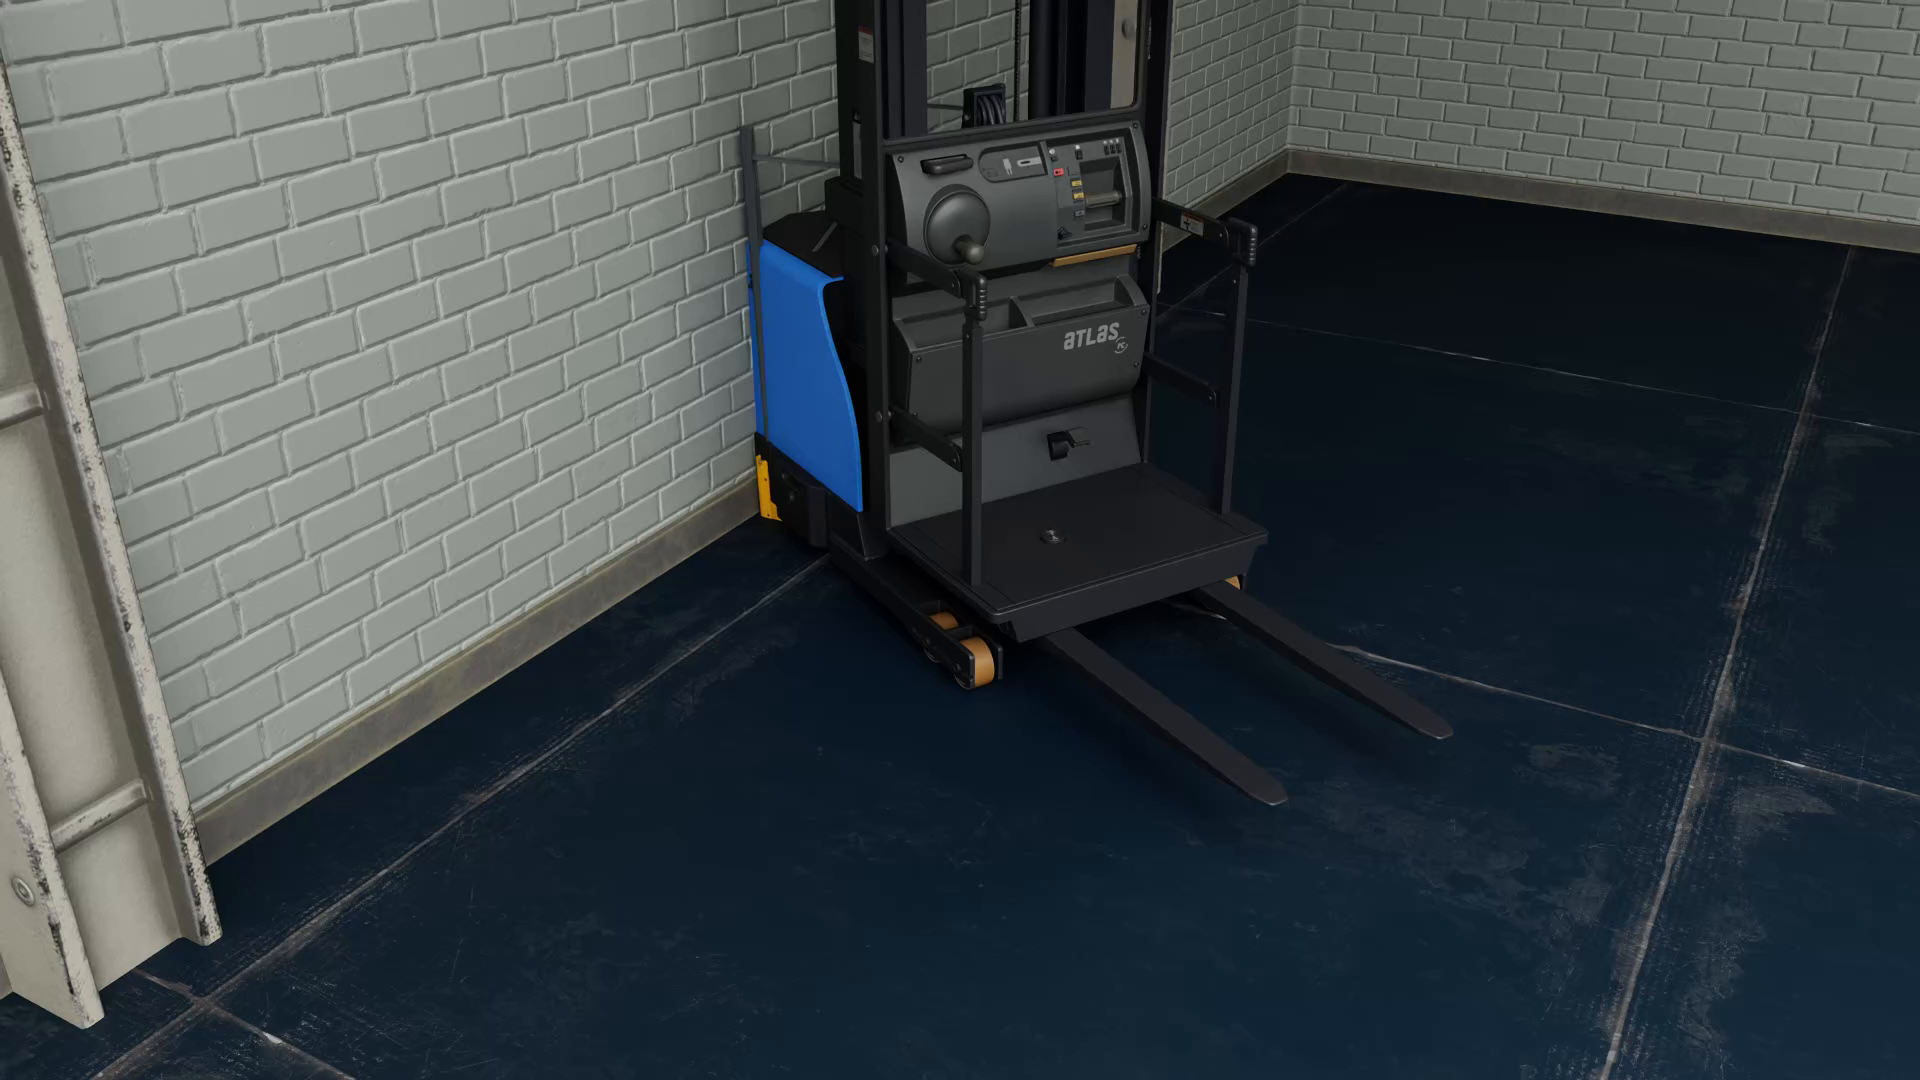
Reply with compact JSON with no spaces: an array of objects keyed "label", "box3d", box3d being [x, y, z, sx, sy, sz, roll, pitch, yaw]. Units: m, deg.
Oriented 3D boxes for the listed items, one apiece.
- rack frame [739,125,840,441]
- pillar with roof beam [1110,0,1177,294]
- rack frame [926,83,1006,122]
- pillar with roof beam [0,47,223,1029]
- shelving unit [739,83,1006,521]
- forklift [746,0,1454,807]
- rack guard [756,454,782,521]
[{"label":"rack frame","box3d":[-0.524,-0.723,6.020,0.500,1.500,0.032,12,29,27]},{"label":"pillar with roof beam","box3d":[4.592,-4.366,4.920,9.100,9.000,0.400,14,30,26]},{"label":"rack frame","box3d":[-0.032,-1.121,6.816,0.500,1.500,0.032,12,29,27]},{"label":"pillar with roof beam","box3d":[1.641,-2.028,0.248,9.100,9.000,0.400,14,30,26]},{"label":"shelving unit","box3d":[-0.282,-0.918,6.411,0.587,1.500,1.083,12,29,27]},{"label":"forklift","box3d":[0.321,-1.072,5.117,1.130,2.935,3.031,-15,30,-28]},{"label":"rack guard","box3d":[-0.507,-0.161,6.293,0.587,0.250,0.087,12,29,27]}]
